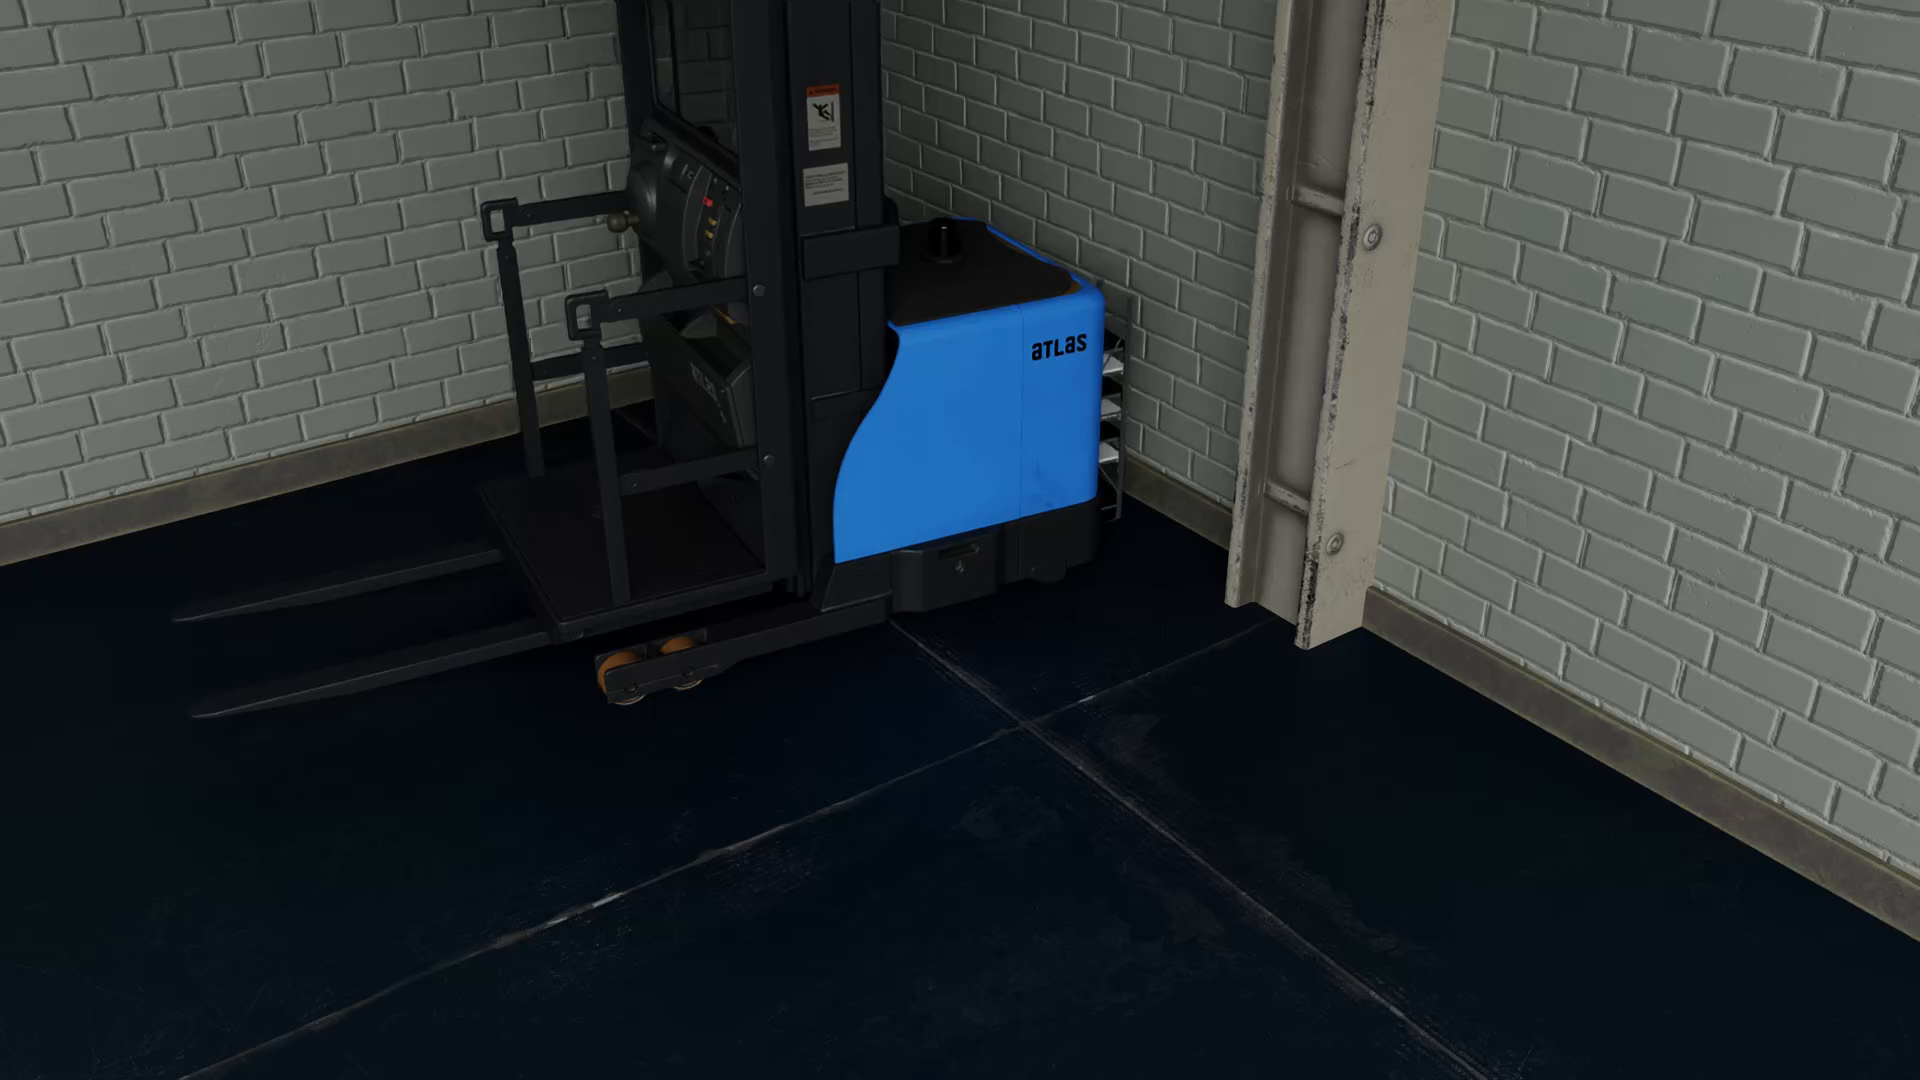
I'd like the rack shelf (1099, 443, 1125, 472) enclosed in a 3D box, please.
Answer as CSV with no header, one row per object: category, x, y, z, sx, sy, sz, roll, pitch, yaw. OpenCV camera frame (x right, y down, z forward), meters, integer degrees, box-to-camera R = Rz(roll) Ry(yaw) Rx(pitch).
rack shelf,0.464,-0.308,6.319,0.258,0.077,0.200,-14,31,-24

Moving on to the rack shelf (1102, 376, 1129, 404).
rack shelf,0.465,-0.545,6.191,0.258,0.077,0.200,-14,31,-24

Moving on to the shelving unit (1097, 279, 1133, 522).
shelving unit,0.465,-0.495,6.218,0.258,0.900,0.210,-14,31,-24

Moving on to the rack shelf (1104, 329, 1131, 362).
rack shelf,0.466,-0.703,6.105,0.258,0.077,0.200,-14,31,-24

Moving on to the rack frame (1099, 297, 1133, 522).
rack frame,0.512,-0.452,6.139,0.240,0.900,0.006,-14,31,-24

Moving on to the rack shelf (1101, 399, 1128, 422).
rack shelf,0.465,-0.466,6.234,0.258,0.077,0.200,-14,31,-24

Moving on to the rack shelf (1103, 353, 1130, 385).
rack shelf,0.465,-0.624,6.148,0.258,0.077,0.200,-14,31,-24

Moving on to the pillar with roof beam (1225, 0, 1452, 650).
pillar with roof beam,-2.340,-2.512,1.447,9.100,9.000,0.400,-19,34,-31

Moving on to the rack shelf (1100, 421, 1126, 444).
rack shelf,0.464,-0.387,6.277,0.258,0.077,0.200,-14,31,-24

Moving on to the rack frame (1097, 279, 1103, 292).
rack frame,0.418,-0.538,6.297,0.240,0.900,0.006,-14,31,-24

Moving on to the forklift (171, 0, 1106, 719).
forklift,-1.045,-1.052,5.115,3.031,2.935,1.130,-14,31,-24
